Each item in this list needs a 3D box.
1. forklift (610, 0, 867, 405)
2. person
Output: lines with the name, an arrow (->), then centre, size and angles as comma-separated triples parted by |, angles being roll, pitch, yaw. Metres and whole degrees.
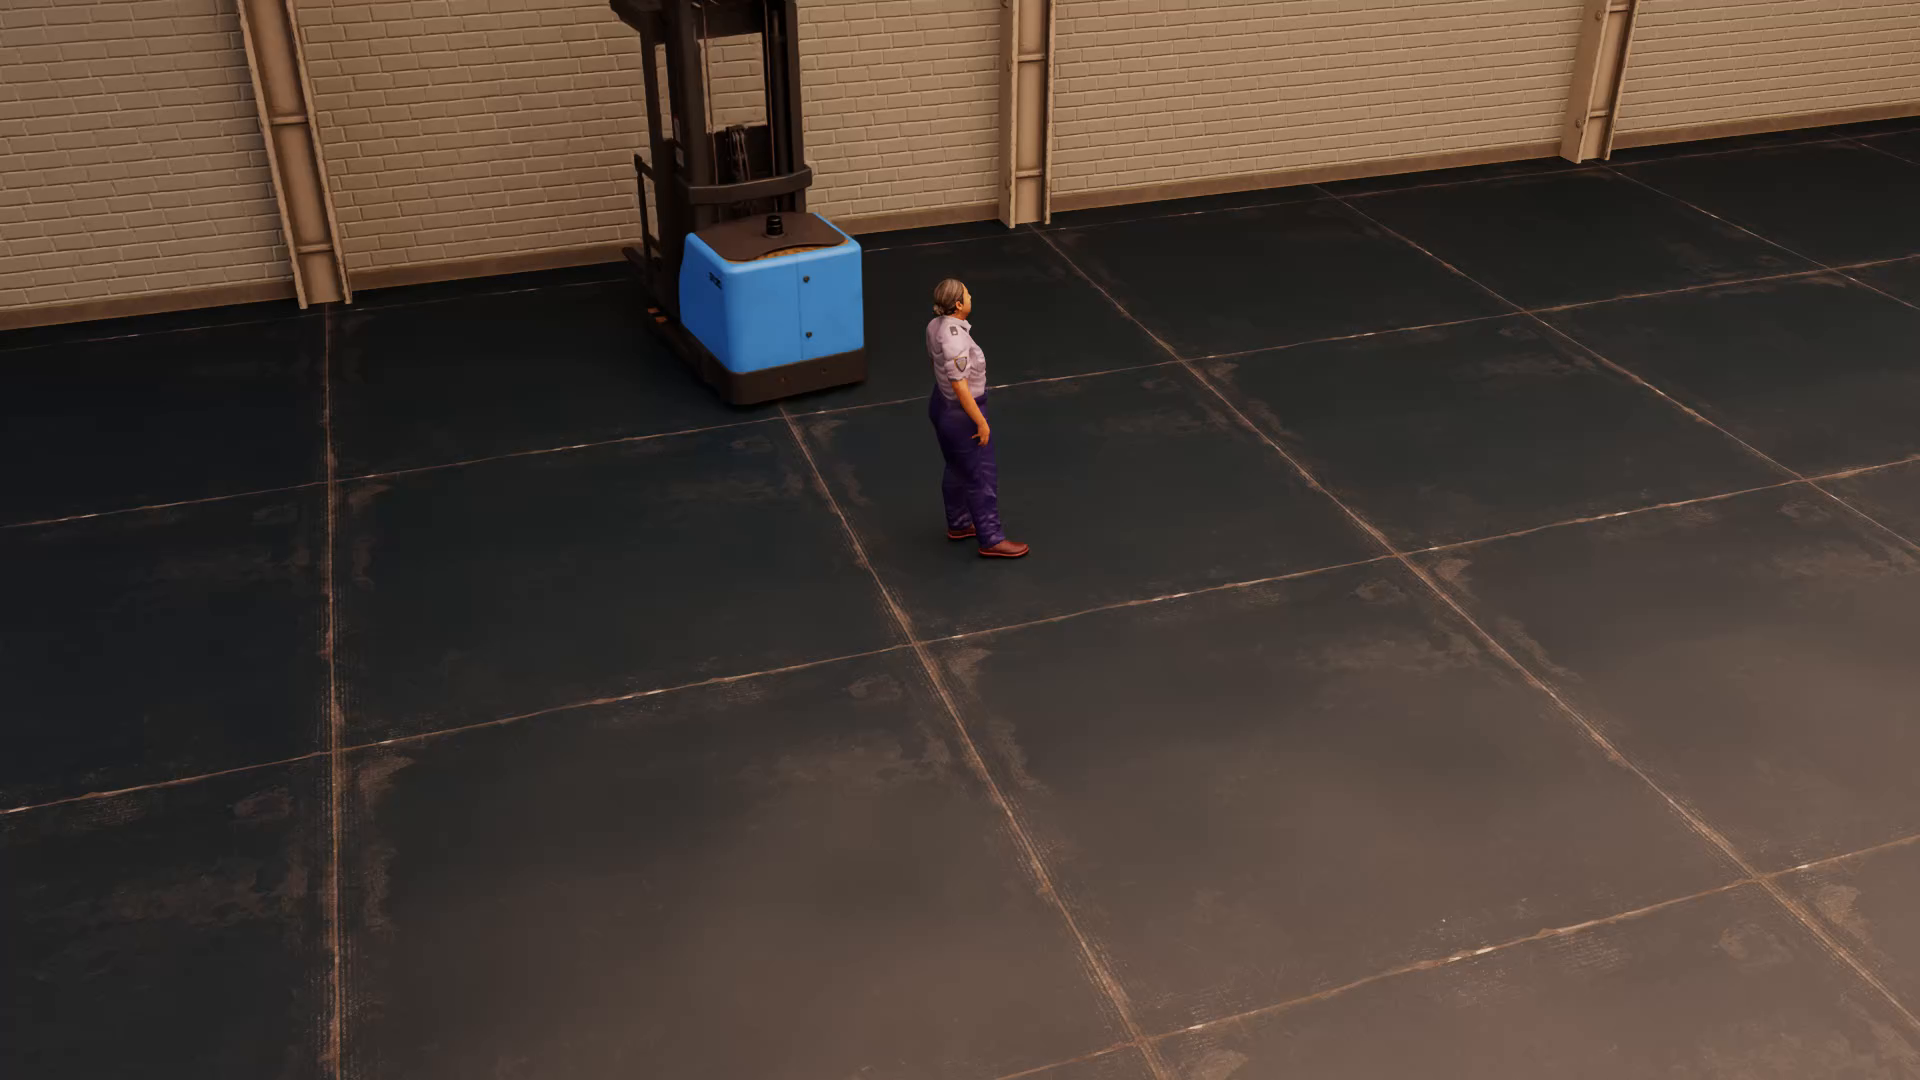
forklift -> -1.800, -2.908, 12.142 | 1.130, 2.935, 3.031 | -15, 33, -24
person -> 0.092, -0.724, 9.617 | 0.503, 1.651, 0.598 | -10, 31, -16
